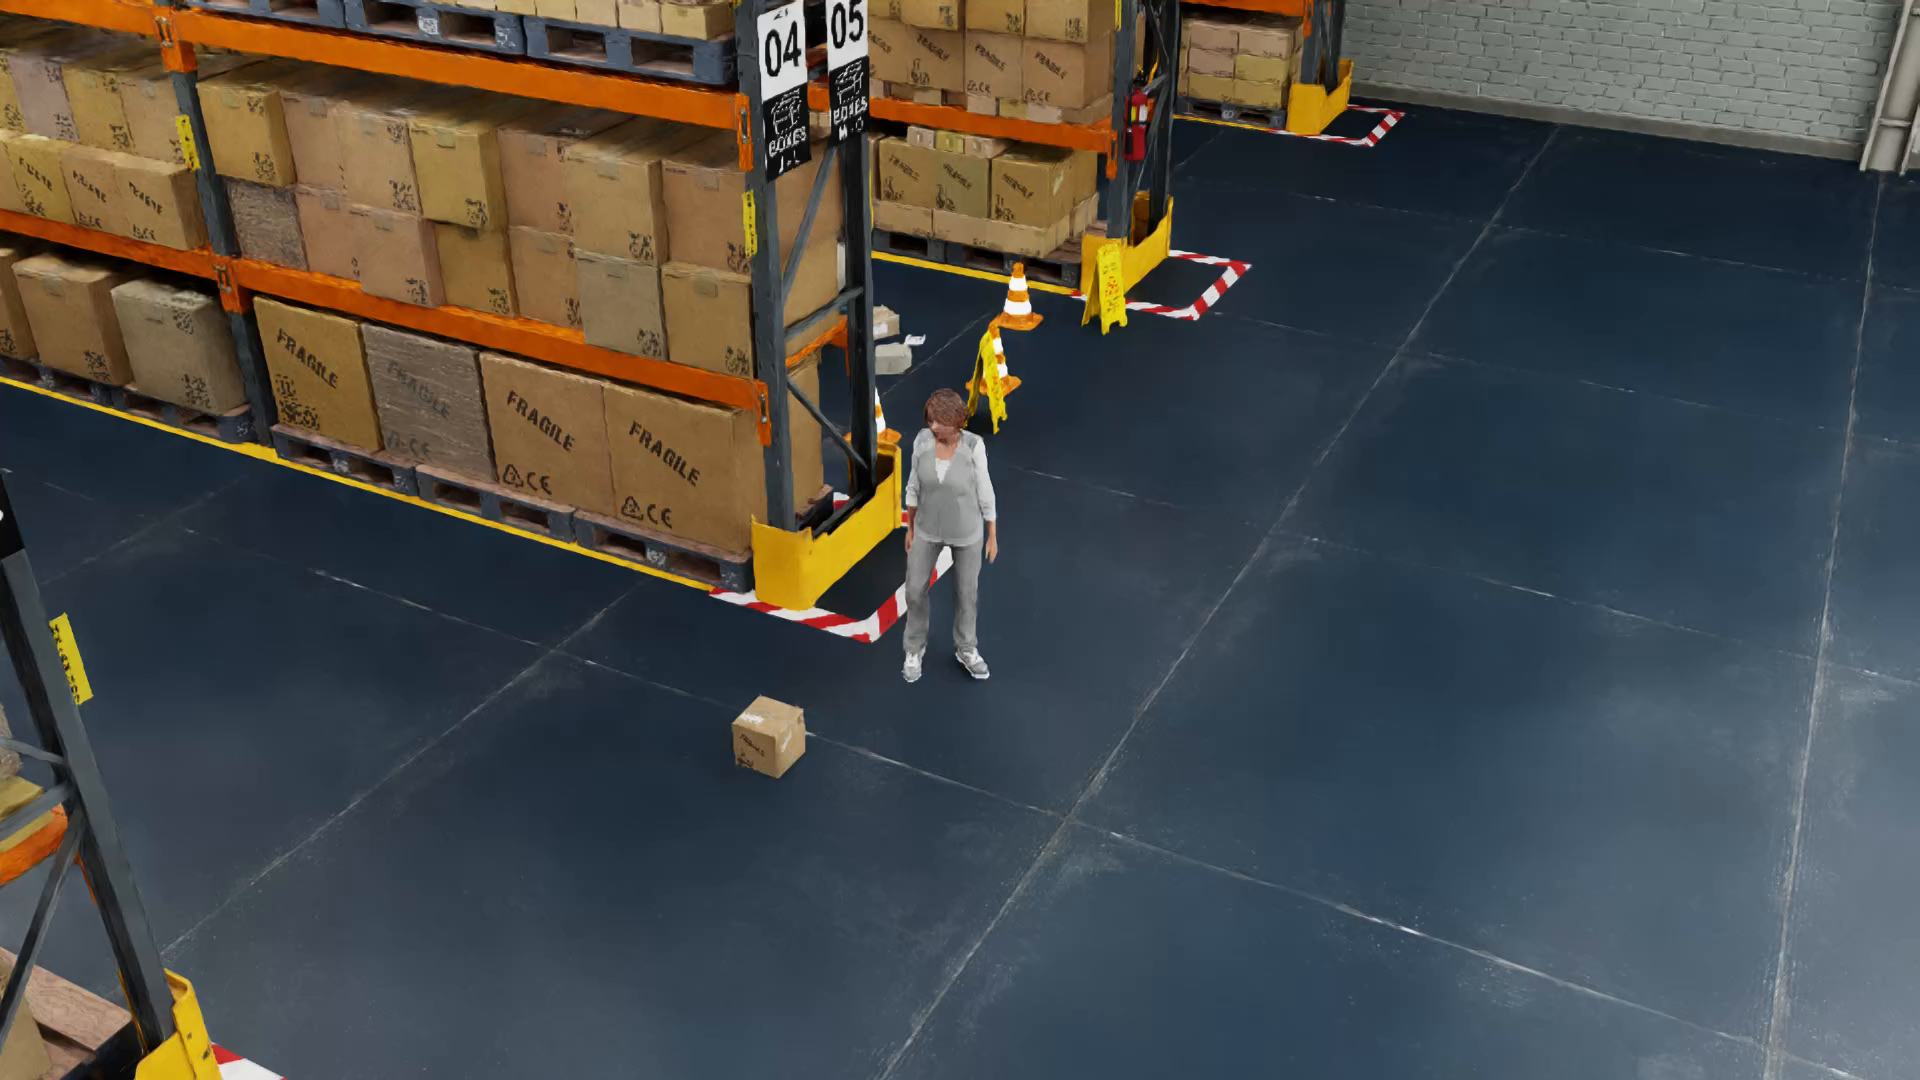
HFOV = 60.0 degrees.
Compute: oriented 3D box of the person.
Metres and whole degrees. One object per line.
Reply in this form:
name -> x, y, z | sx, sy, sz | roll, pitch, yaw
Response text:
person -> -0.053, -0.009, 8.314 | 0.492, 1.618, 0.318 | 5, 31, 9
